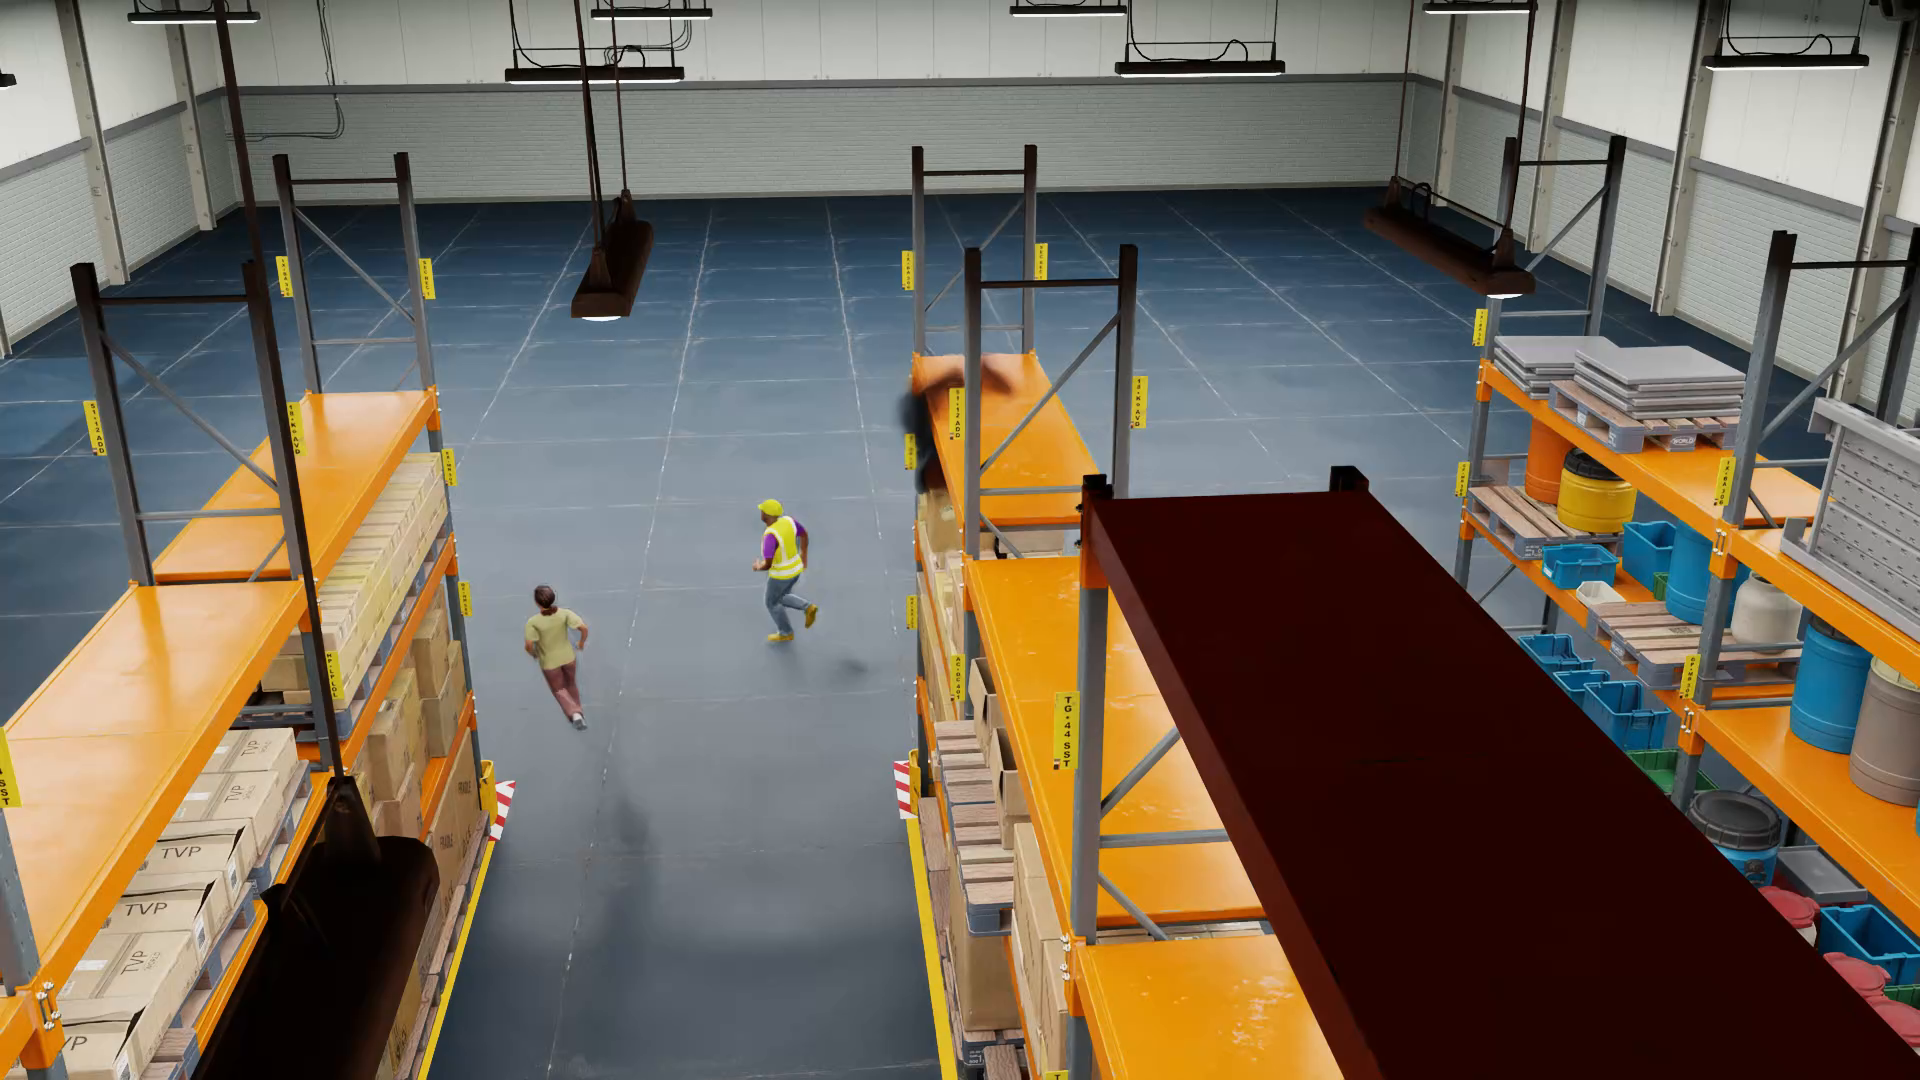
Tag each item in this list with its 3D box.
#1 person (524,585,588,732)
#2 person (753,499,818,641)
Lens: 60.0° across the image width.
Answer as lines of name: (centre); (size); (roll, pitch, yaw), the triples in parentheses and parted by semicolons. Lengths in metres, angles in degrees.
person: (-3.832, 1.178, 15.844); (0.620, 1.618, 0.658); (-12, 25, -28)
person: (-1.926, 0.365, 18.450); (0.701, 1.718, 0.739); (10, 24, 24)
